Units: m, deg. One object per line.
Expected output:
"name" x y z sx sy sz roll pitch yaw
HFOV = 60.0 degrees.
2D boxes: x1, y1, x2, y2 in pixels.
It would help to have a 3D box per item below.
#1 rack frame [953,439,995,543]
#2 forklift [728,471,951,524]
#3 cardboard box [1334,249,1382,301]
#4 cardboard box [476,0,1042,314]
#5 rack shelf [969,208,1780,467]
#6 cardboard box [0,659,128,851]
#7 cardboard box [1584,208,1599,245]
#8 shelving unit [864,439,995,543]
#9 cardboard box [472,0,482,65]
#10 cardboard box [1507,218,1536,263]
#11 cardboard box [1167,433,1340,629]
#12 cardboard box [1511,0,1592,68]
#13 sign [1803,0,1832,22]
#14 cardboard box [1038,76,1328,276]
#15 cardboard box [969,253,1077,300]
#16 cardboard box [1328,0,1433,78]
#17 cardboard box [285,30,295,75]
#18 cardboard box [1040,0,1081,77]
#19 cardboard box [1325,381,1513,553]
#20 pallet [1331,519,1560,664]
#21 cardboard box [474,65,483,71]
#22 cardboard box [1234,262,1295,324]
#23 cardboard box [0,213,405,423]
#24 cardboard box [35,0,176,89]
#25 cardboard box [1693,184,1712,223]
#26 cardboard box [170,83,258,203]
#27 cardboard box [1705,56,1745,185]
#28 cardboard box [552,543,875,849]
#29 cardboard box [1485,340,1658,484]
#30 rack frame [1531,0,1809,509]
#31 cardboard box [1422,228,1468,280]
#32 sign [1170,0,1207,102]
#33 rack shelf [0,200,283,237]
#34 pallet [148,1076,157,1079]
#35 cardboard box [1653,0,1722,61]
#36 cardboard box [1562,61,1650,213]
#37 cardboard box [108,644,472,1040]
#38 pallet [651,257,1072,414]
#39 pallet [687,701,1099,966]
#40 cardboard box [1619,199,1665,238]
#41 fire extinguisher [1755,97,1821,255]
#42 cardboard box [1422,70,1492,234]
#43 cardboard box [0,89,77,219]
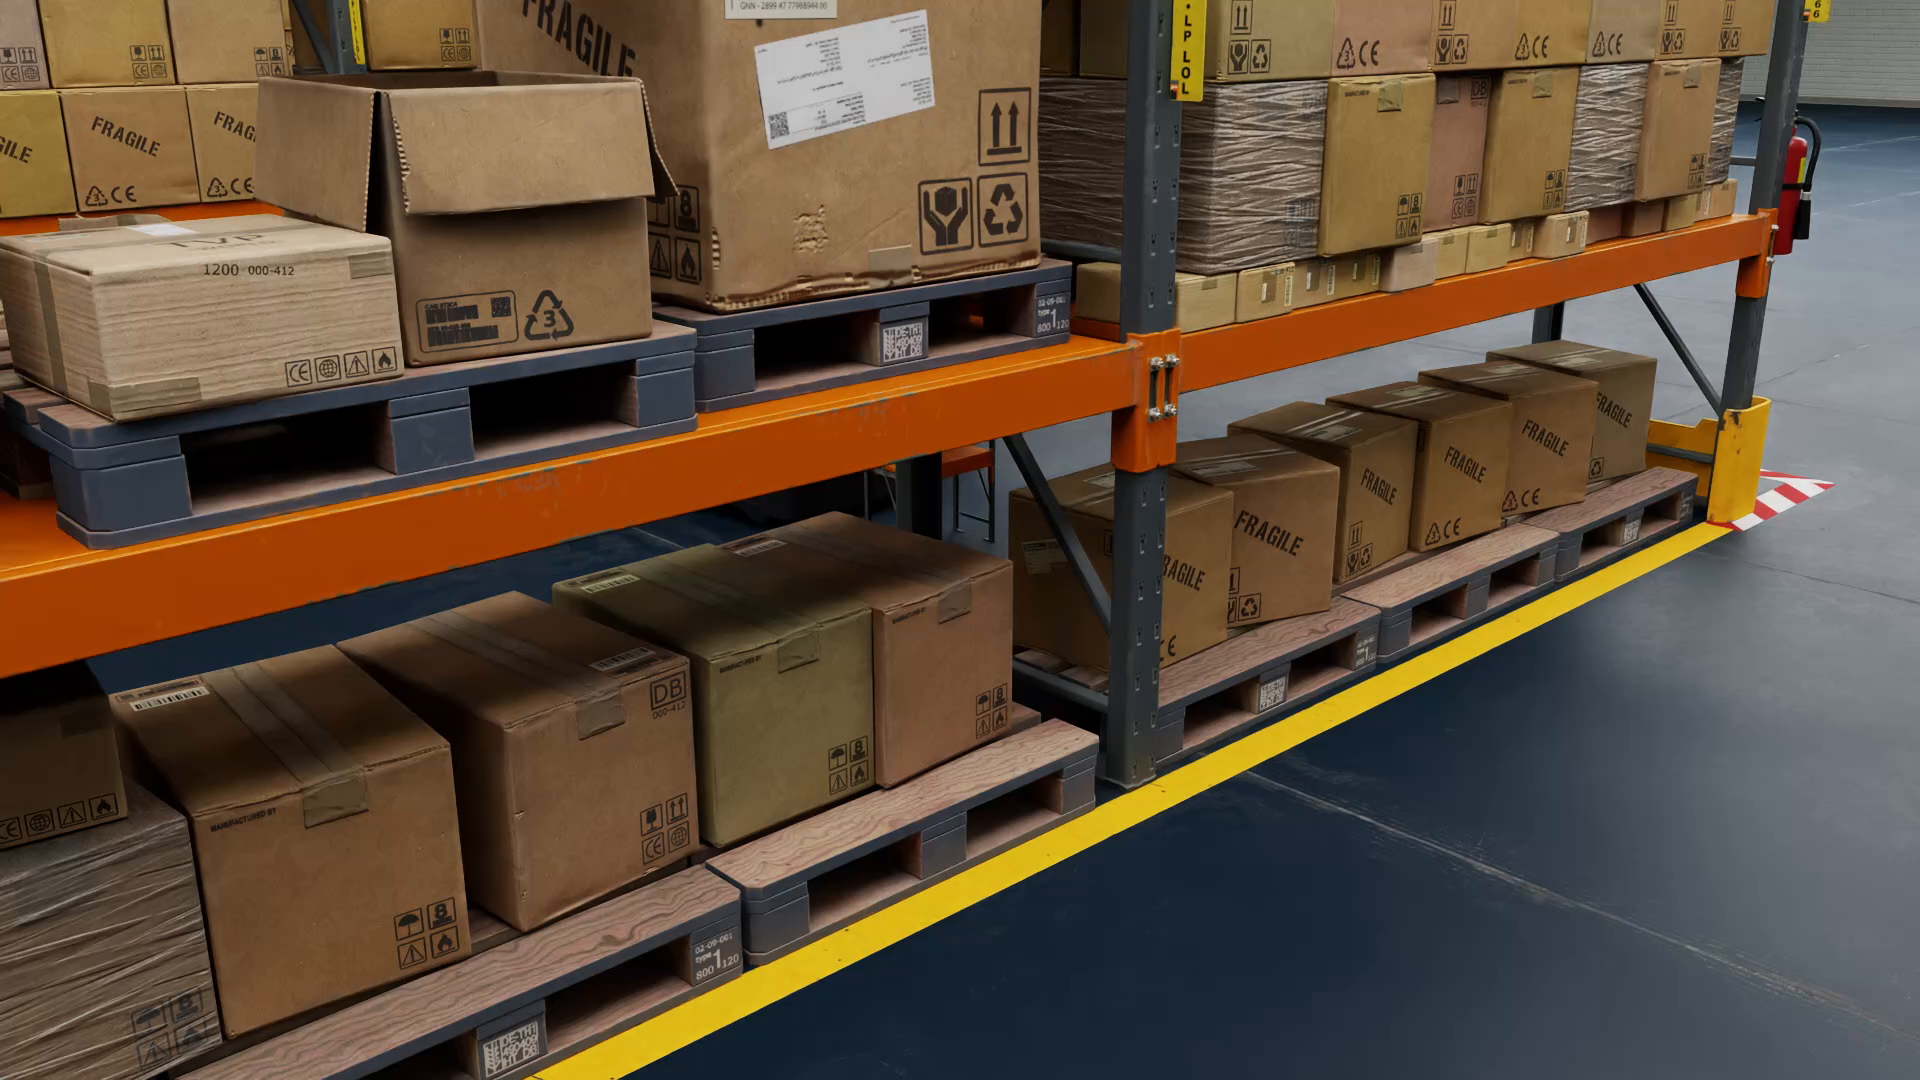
"rack frame" 0.057 -0.587 6.851 0.015 1.200 0.240 -16 24 -41
"forklift" -1.464 -1.826 7.864 3.031 2.935 1.130 16 24 40
"cardboard box" 1.073 -0.851 5.152 0.250 0.149 0.380 -16 24 -41
"cardboard box" -0.492 -1.176 4.094 1.000 1.000 1.000 -16 24 -40
"rack shelf" 1.635 -0.909 6.092 4.000 0.370 1.077 -16 24 -41
"cardboard box" -1.880 0.380 3.074 0.500 0.250 0.500 -13 22 -35
"cardboard box" 2.126 -1.180 6.169 0.250 0.149 0.380 -16 24 -41
"shelving unit" -0.120 -0.536 6.691 0.503 1.200 0.258 -16 24 -41
"cardboard box" -2.541 -2.759 8.636 0.550 0.550 0.875 -16 24 -41
"cardboard box" 1.776 -1.070 5.829 0.250 0.149 0.380 -16 24 -41
"cardboard box" 0.911 -0.037 5.608 0.500 0.500 0.500 -8 20 -24
"cardboard box" 1.765 -1.851 5.565 0.500 0.500 0.500 -16 24 -41
"sign" 3.455 -2.248 6.664 0.005 0.325 0.100 -16 24 -41
"cardboard box" 0.551 -1.098 4.864 0.500 0.500 0.875 -16 24 -41
"cardboard box" 0.136 -0.820 5.056 0.250 0.149 0.380 -16 24 -41
"cardboard box" 1.046 -1.637 4.904 0.500 0.500 0.500 -16 24 -41
"cardboard box" -5.040 -3.595 12.564 0.500 0.500 0.500 -16 24 -40
"cardboard box" 0.320 -1.649 4.943 0.500 0.500 0.500 -16 24 -41
"cardboard box" 1.744 -0.295 6.402 0.500 0.500 0.500 -14 22 -36
"pallet" 1.532 0.089 6.369 1.213 0.211 1.003 -16 24 -41
"cardboard box" -2.508 -2.234 8.769 0.550 0.550 0.875 -16 24 -41
"cardboard box" 0.735 -0.736 4.799 0.250 0.149 0.380 -16 24 -41
"cardboard box" -1.349 -0.412 2.954 0.500 0.250 0.500 17 25 42
"cardboard box" -3.882 -2.268 7.332 0.500 0.500 0.700 -17 24 -42
"cardboard box" 2.841 -1.396 6.835 0.250 0.149 0.380 -16 24 -41
"cardboard box" -3.348 -1.838 7.627 0.500 0.500 0.500 -16 24 -41
"cardboard box" 2.670 -1.754 6.886 0.500 0.500 0.875 -16 24 -41
"cardboard box" -0.639 0.374 4.306 0.500 0.500 0.700 -16 24 -41
"cardboard box" 2.623 -0.557 7.212 0.500 0.500 0.500 -11 21 -31
"rack frame" 3.088 -1.675 7.288 0.127 3.000 1.000 -16 24 -41
"cardboard box" 1.436 -0.957 5.479 0.250 0.149 0.380 -16 24 -41
"sign" 0.566 -1.255 4.114 0.005 0.325 0.100 -16 24 -41
"rack shelf" -4.606 -1.195 6.972 4.000 0.370 1.077 -16 24 -41
"pallet" -2.156 1.181 2.999 1.213 0.211 1.003 -16 24 -41
"cardboard box" 2.499 -2.061 6.211 0.500 0.500 0.500 -16 24 -41
"cardboard box" 1.996 -1.525 6.180 0.500 0.500 0.875 -16 24 -41
"cardboard box" -1.450 0.611 3.576 0.500 0.500 0.700 -14 23 -36
"pallet" -0.473 -0.607 4.304 1.213 0.211 1.003 -16 24 -41
"pallet" -0.383 0.664 4.594 1.213 0.211 1.003 -16 24 -41
"cardboard box" 2.502 -1.282 6.483 0.250 0.149 0.380 -16 24 -41
"fire extinguisher" 3.488 -1.559 7.056 0.183 0.674 0.296 -16 24 -41
"cardboard box" 1.233 -1.325 5.563 0.500 0.500 0.875 -16 24 -41
"cardboard box" -4.082 -1.623 6.966 0.500 0.500 0.500 -16 24 -40
